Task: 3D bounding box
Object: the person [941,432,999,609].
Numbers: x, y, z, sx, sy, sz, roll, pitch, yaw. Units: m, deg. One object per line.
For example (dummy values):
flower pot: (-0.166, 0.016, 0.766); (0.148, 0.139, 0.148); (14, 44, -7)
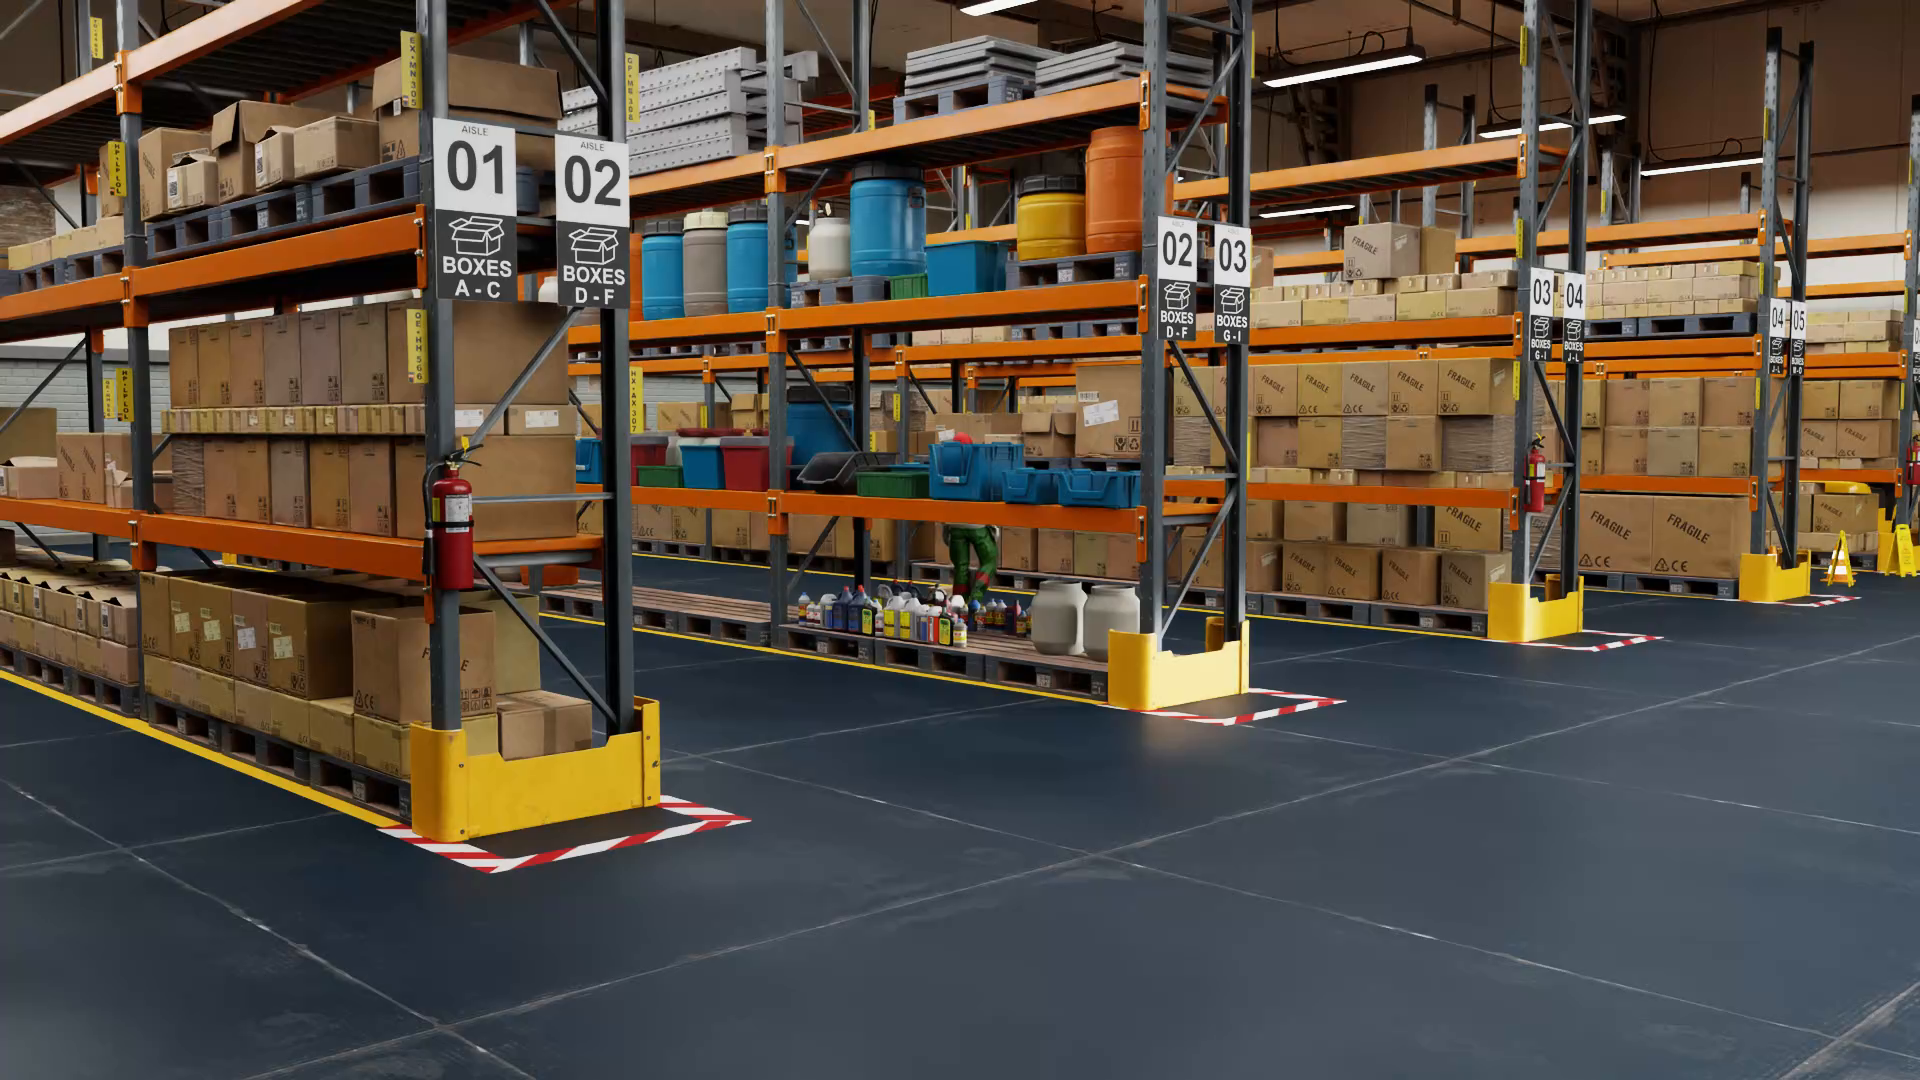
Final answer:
person: (0.059, -0.113, 15.553); (0.596, 1.786, 0.493); (2, 4, 21)
